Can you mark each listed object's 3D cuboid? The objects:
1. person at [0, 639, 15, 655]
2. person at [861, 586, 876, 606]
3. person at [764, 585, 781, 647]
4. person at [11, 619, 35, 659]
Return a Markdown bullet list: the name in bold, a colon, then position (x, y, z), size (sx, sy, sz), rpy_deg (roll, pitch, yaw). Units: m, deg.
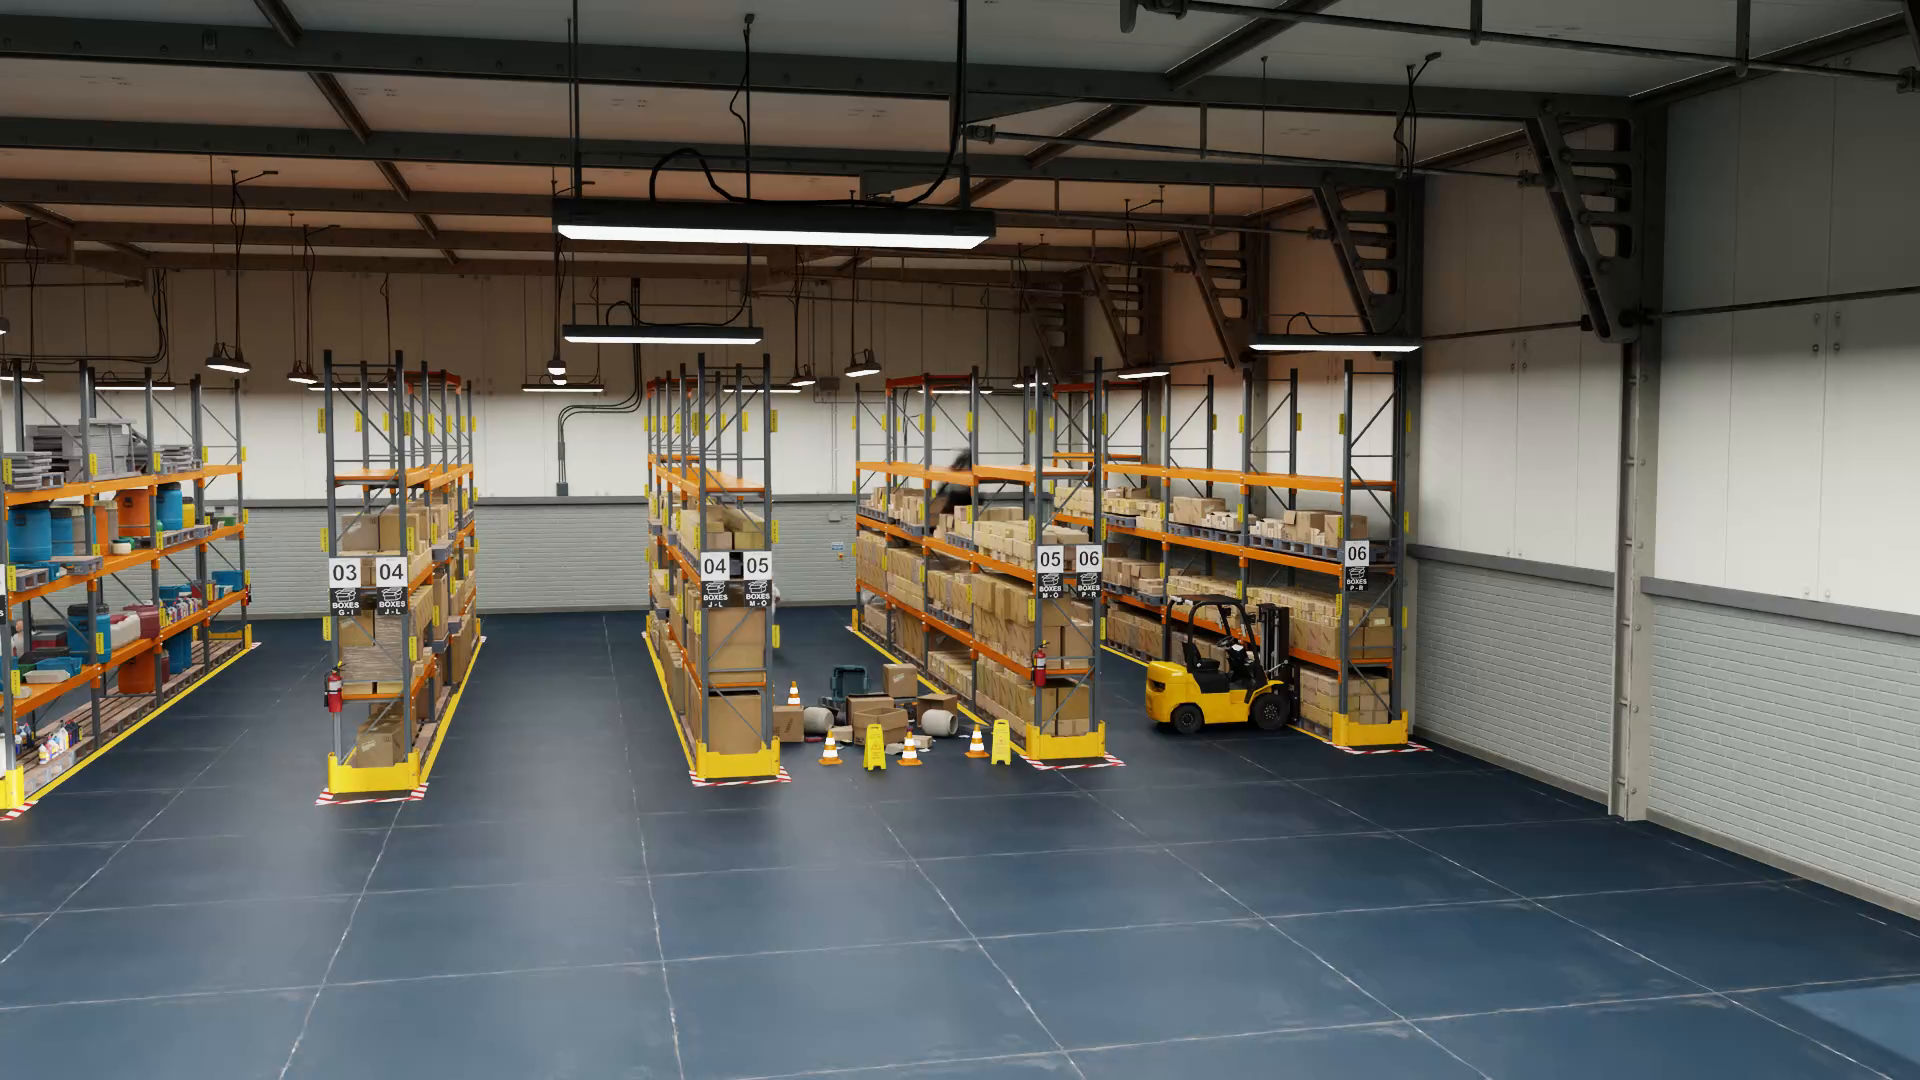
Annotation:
- **person**: position (-15.926, 2.181, 27.296), size (0.660, 1.760, 0.983), rpy_deg (-1, 4, -18)
- **person**: position (-2.314, 1.245, 41.824), size (0.591, 1.696, 0.722), rpy_deg (1, 4, 13)
- **person**: position (-4.296, 1.532, 36.761), size (0.655, 1.654, 0.550), rpy_deg (-2, 4, -22)
- **person**: position (-16.263, 2.179, 28.884), size (0.578, 1.628, 0.537), rpy_deg (0, 4, -6)
